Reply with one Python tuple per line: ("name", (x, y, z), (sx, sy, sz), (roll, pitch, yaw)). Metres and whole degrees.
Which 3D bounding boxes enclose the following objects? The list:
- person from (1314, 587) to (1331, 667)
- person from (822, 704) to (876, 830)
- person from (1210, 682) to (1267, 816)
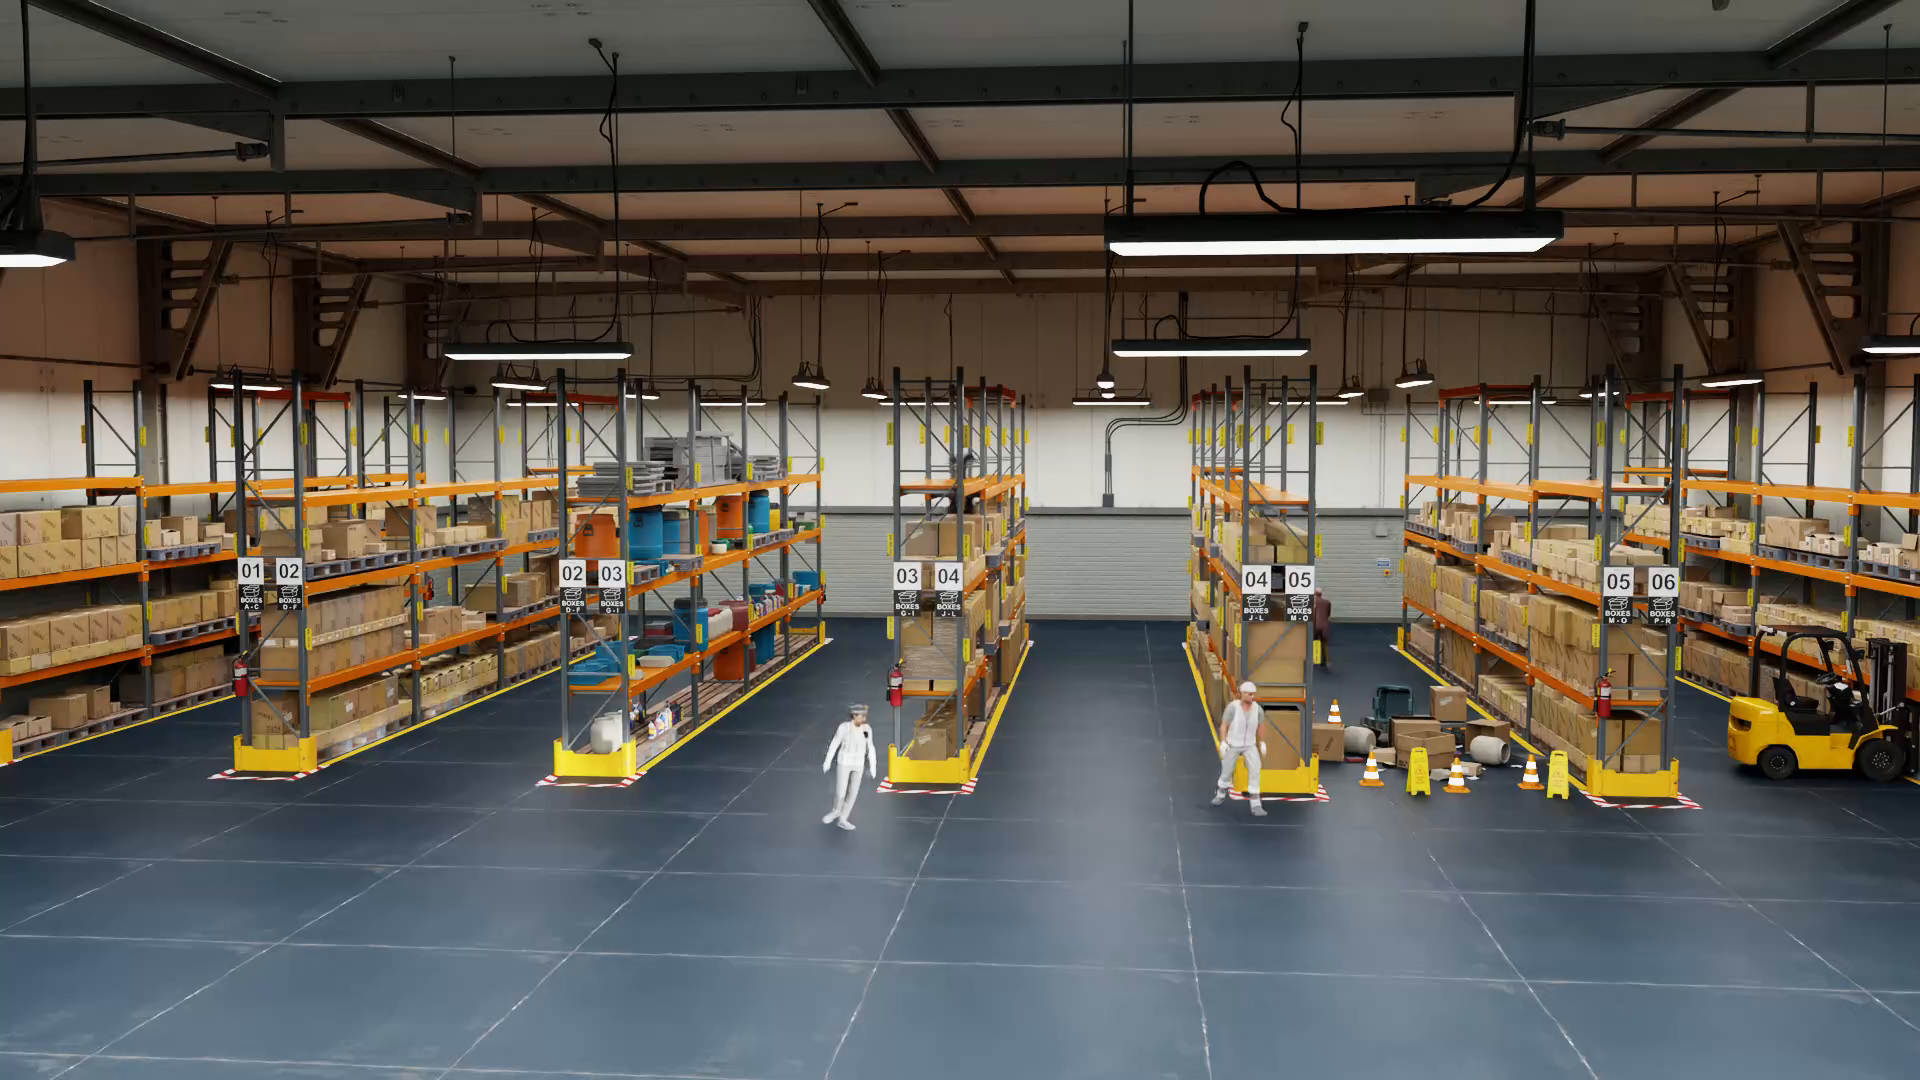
("person", (7.823, 1.893, 36.181), (0.617, 1.704, 0.979), (-1, 4, -9))
("person", (-1.402, 2.883, 21.167), (0.633, 1.633, 0.543), (-2, 4, -24))
("person", (3.769, 2.749, 22.223), (0.723, 1.744, 0.889), (-1, 4, -11))
